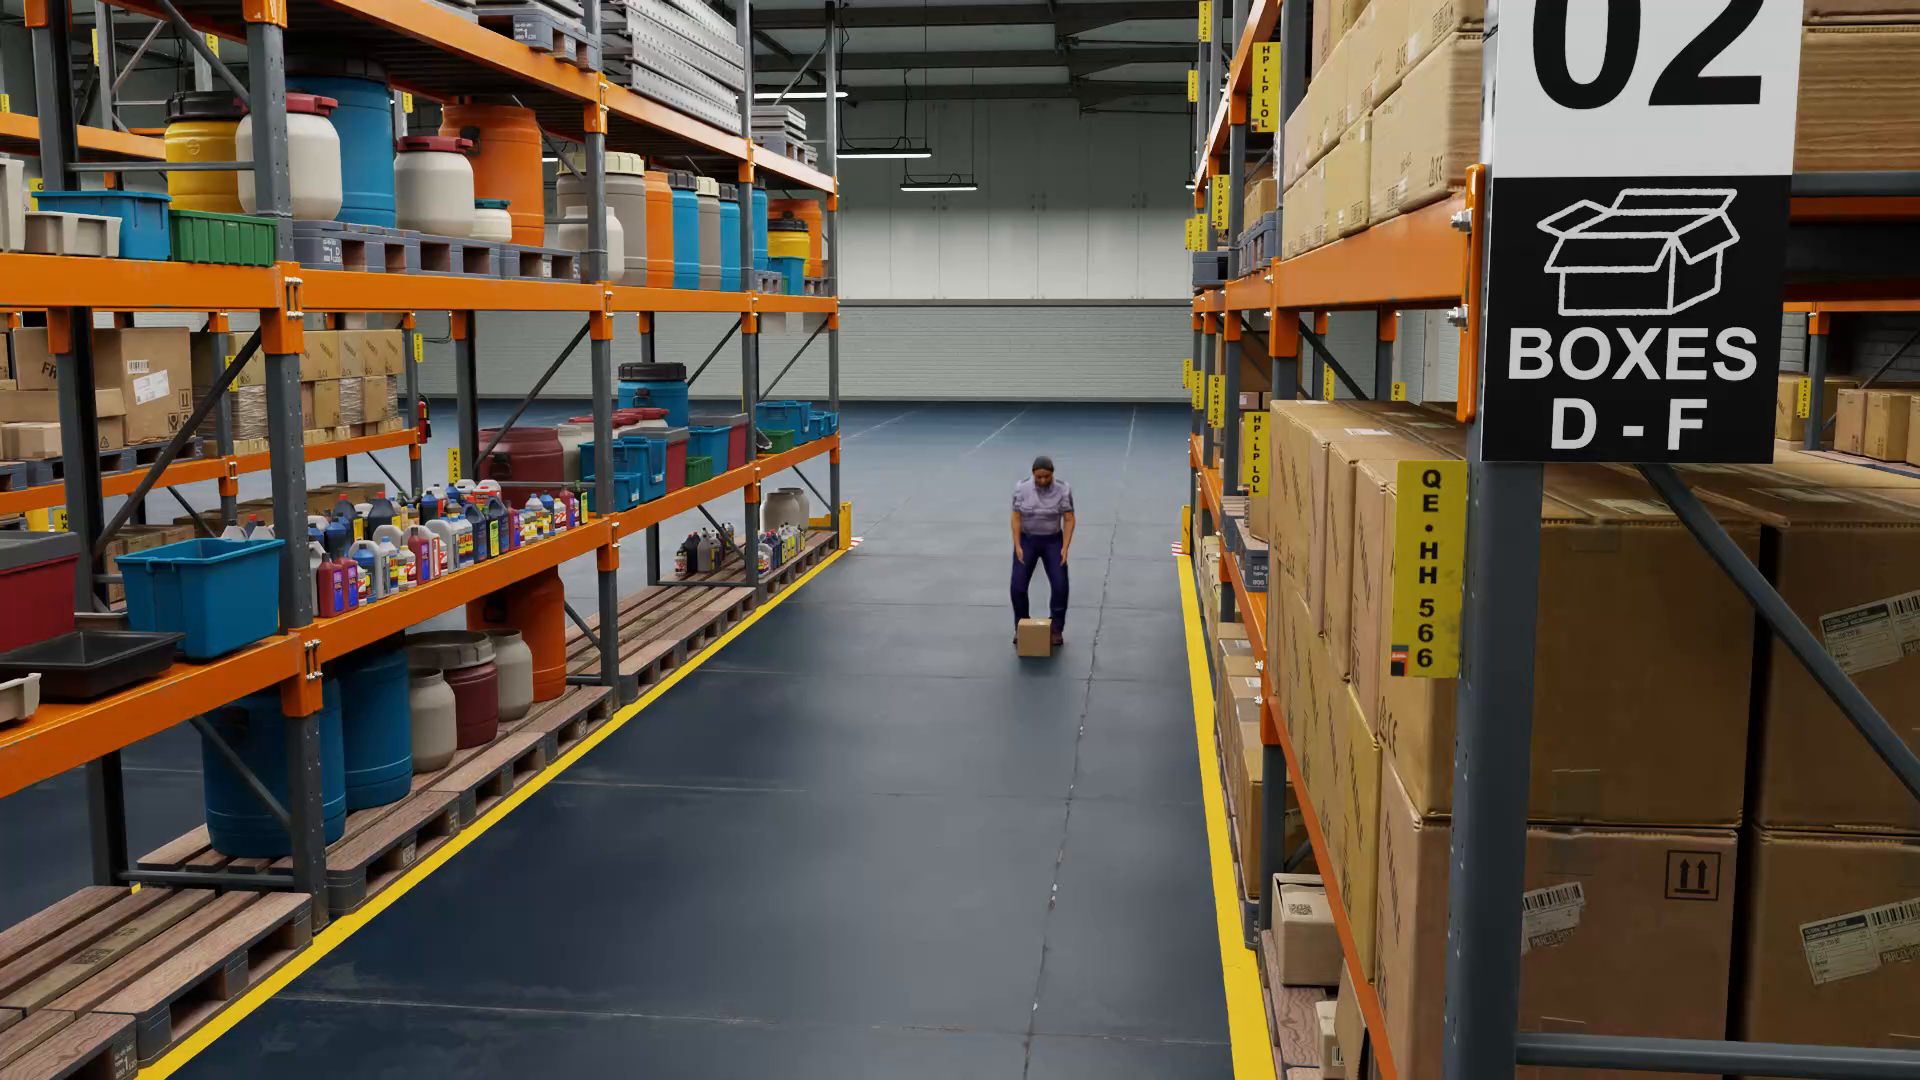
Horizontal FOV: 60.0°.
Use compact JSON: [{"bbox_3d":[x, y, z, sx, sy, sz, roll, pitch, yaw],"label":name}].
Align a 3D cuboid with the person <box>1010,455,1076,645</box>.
[{"bbox_3d":[0.668,0.072,13.317,0.519,1.529,0.507,1,8,7],"label":"person"}]
